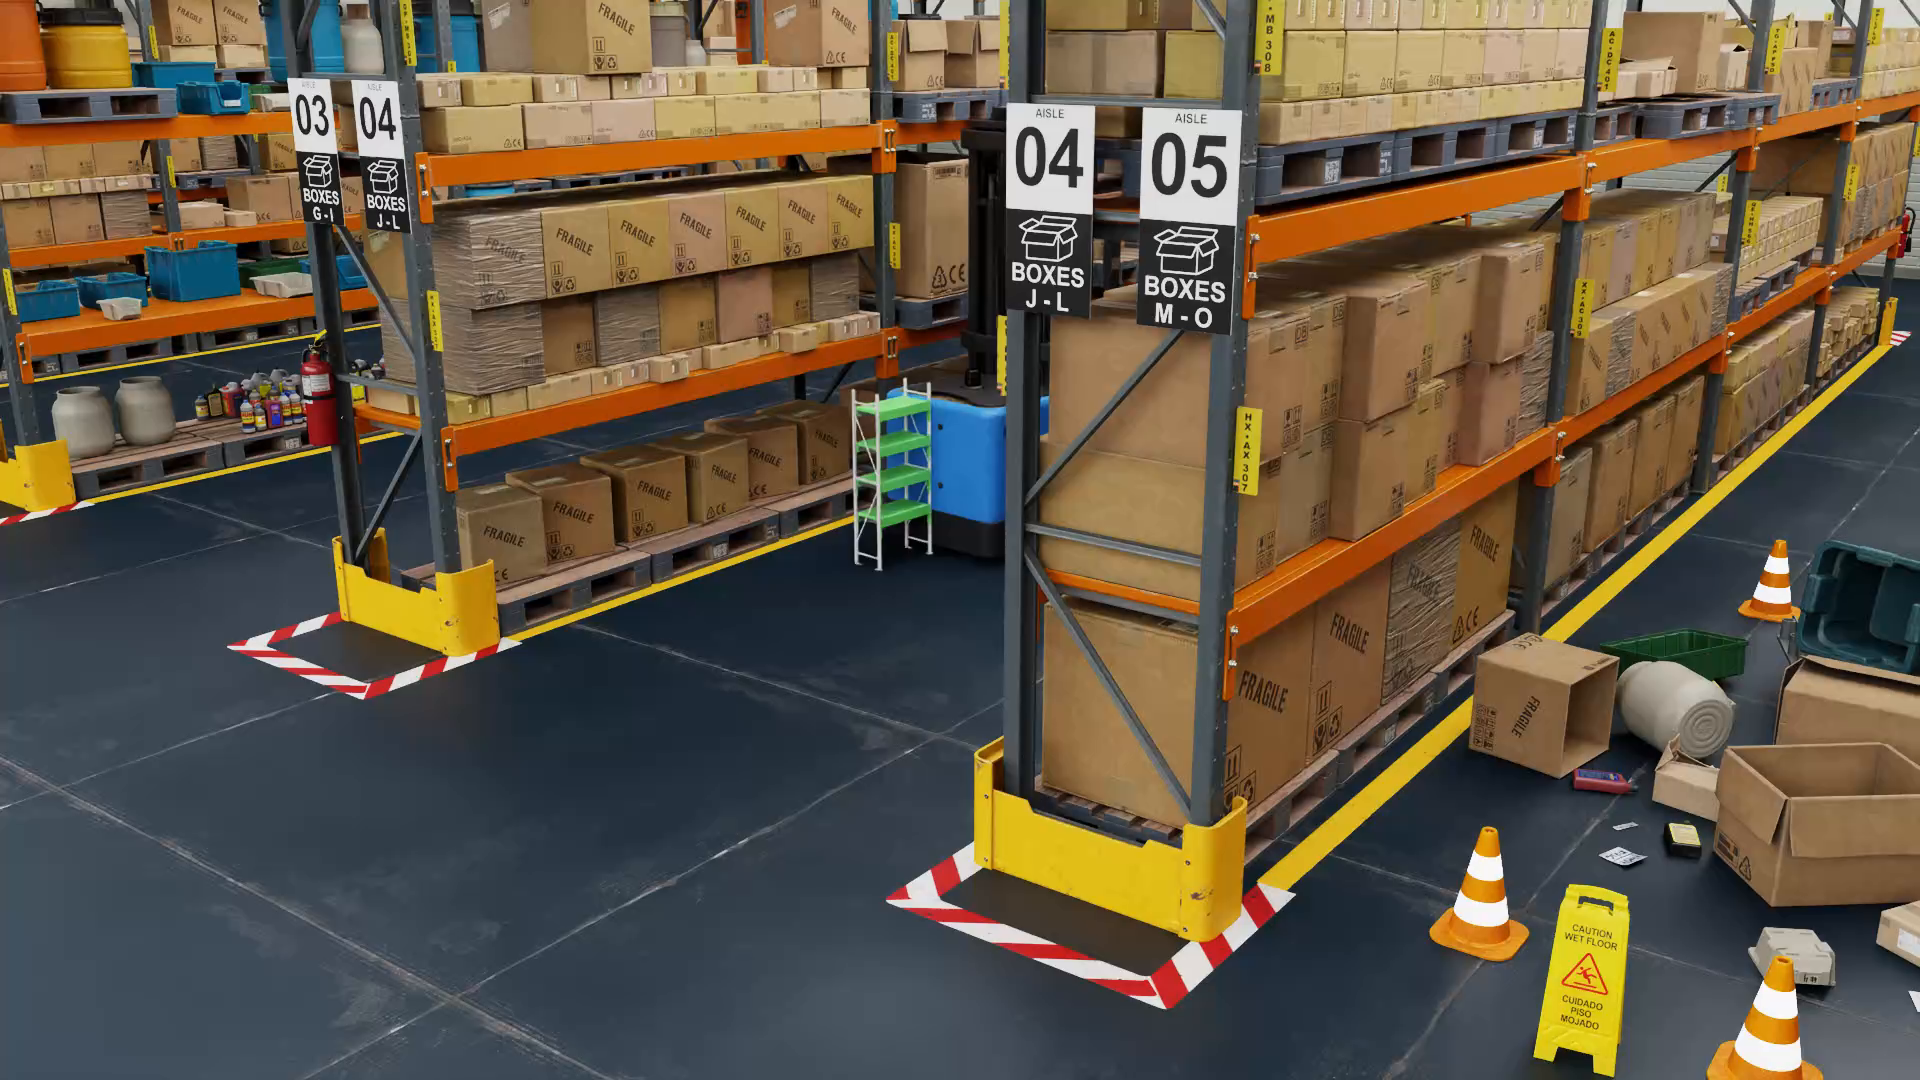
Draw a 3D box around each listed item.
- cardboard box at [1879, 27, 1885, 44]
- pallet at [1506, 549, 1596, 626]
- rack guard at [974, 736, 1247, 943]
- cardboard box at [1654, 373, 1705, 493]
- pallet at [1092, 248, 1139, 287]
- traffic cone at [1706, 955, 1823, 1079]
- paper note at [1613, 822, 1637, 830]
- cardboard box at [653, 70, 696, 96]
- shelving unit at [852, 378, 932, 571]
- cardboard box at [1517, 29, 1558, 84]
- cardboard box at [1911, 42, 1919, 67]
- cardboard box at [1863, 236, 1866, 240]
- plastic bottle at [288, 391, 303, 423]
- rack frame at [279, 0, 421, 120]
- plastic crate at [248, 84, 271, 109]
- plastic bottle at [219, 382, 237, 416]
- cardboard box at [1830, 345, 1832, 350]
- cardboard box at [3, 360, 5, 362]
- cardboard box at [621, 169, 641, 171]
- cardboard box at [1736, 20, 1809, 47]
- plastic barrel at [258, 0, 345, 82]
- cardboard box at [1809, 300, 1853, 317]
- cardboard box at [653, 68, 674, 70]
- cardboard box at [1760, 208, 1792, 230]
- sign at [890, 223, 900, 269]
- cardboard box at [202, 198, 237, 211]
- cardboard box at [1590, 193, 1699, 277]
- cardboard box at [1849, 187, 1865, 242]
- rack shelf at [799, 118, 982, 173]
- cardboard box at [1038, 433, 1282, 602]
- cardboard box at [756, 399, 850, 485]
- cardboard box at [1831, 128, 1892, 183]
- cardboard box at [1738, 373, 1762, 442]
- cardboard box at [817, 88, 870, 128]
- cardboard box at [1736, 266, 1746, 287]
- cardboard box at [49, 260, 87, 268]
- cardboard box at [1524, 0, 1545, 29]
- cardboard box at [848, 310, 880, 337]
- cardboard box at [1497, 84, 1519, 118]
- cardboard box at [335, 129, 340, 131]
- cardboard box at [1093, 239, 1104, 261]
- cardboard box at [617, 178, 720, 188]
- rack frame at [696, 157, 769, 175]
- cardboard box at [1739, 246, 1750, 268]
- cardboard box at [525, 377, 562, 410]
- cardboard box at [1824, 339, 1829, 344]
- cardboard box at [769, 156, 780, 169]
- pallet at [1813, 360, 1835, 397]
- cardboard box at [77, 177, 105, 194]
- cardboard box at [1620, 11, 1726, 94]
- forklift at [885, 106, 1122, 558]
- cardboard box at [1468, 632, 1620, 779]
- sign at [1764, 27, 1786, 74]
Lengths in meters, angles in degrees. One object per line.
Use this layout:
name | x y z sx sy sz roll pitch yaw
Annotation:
cardboard box | 8.623 -4.834 15.933 0.380 0.149 0.250 12 21 33
pallet | 3.404 0.205 10.728 1.003 0.211 1.213 12 21 35
rack guard | 0.607 1.223 6.964 1.175 0.500 0.348 12 21 35
cardboard box | 4.953 -0.879 12.603 1.050 0.750 0.750 12 21 34
pallet | 1.126 -2.503 15.069 1.213 0.211 1.003 12 21 35
traffic cone | 2.783 1.640 5.683 0.336 0.463 0.334 12 21 35
paper note | 3.019 1.299 7.545 0.123 0.001 0.032 -7 19 -22
cardboard box | -1.893 -2.890 10.514 0.380 0.149 0.250 11 21 33
shelving unit | -0.451 -0.442 11.144 0.258 1.200 0.503 15 23 40
cardboard box | 2.616 -2.398 8.224 0.500 0.250 0.500 12 21 34
cardboard box | 9.781 -5.111 17.496 0.500 0.250 0.500 12 21 33
cardboard box | 9.349 -3.249 17.572 0.380 0.149 0.250 11 21 32
plastic bottle | -5.685 -1.142 14.222 0.097 0.271 0.097 0 17 0
rack frame | -3.302 -3.743 8.622 1.000 3.000 0.127 12 21 35
plastic crate | -6.055 -3.709 13.929 0.336 0.188 0.450 12 21 35
plastic bottle | -6.365 -1.232 14.504 0.152 0.276 0.135 13 21 35
cardboard box | 8.754 -1.975 17.146 0.380 0.149 0.250 11 21 32
cardboard box | -9.862 -1.962 16.931 0.500 0.250 0.500 12 21 35
cardboard box | -4.926 -5.487 23.478 0.500 0.500 0.700 -16 23 -42
cardboard box | 6.745 -4.173 14.183 0.797 0.503 0.637 12 21 34
plastic barrel | -5.575 -4.360 14.114 0.600 0.901 0.708 12 21 35
cardboard box | 9.228 -2.439 17.635 0.380 0.149 0.250 12 21 33
cardboard box | -2.107 -3.041 11.002 0.380 0.149 0.250 12 21 34
cardboard box | 6.911 -2.759 14.284 0.380 0.149 0.250 11 21 32
sign | -0.478 -2.150 12.148 0.100 0.325 0.005 12 21 35
cardboard box | -8.496 -3.759 19.018 0.396 0.266 0.258 12 21 33
cardboard box | 4.812 -2.182 11.857 0.700 0.500 0.500 12 21 34
cardboard box | 8.558 -3.217 16.377 0.500 0.500 0.500 12 21 35
rack shelf | 0.273 -3.395 13.775 1.077 0.370 4.000 12 21 35
cardboard box | 0.806 -0.145 6.900 0.875 0.550 0.550 12 21 35
cardboard box | -1.189 -0.749 12.604 0.500 0.500 0.500 12 21 33
cardboard box | 9.164 -3.929 16.984 0.500 0.500 0.500 12 21 33
cardboard box | 6.311 -1.133 13.841 0.500 0.500 0.500 13 21 35
cardboard box | -0.981 -3.036 11.659 0.500 0.250 0.500 13 22 37
cardboard box | 5.976 -2.098 13.156 0.380 0.149 0.250 14 22 37
cardboard box | -12.160 -3.783 22.340 0.700 0.500 0.500 12 21 34
cardboard box | 2.593 -2.549 8.037 0.380 0.149 0.250 13 21 36
cardboard box | -0.811 -1.607 12.285 0.380 0.149 0.250 12 21 35
cardboard box | 2.439 -2.105 7.955 0.380 0.149 0.250 13 21 36
cardboard box | -9.378 -6.277 24.930 0.500 0.250 0.500 13 21 35
cardboard box | 0.923 -2.745 14.648 0.500 0.500 0.700 -16 24 -42
cardboard box | -1.986 -2.197 11.404 0.500 0.500 0.500 12 21 35
rack frame | -2.513 -3.658 18.466 1.000 3.000 0.127 12 21 35
cardboard box | 5.997 -2.250 13.144 0.380 0.149 0.250 14 22 37
cardboard box | -2.615 -0.896 9.996 0.380 0.149 0.250 12 21 35
cardboard box | 8.602 -2.050 16.886 0.380 0.149 0.250 11 20 32
cardboard box | -2.981 -5.849 25.353 0.500 0.500 0.500 12 21 34
pallet | 8.143 -1.670 16.764 1.003 0.211 1.213 12 21 35
cardboard box | -9.165 -3.715 17.387 0.380 0.149 0.250 12 21 33
cardboard box | 4.577 -3.147 10.718 0.500 0.500 0.500 12 21 35
forklift | 0.837 -1.635 12.066 1.130 2.935 3.031 15 23 40
cardboard box | 2.904 0.814 8.275 0.500 0.500 0.500 -16 23 -41
sign | 5.829 -3.500 11.892 0.100 0.325 0.005 12 21 35
